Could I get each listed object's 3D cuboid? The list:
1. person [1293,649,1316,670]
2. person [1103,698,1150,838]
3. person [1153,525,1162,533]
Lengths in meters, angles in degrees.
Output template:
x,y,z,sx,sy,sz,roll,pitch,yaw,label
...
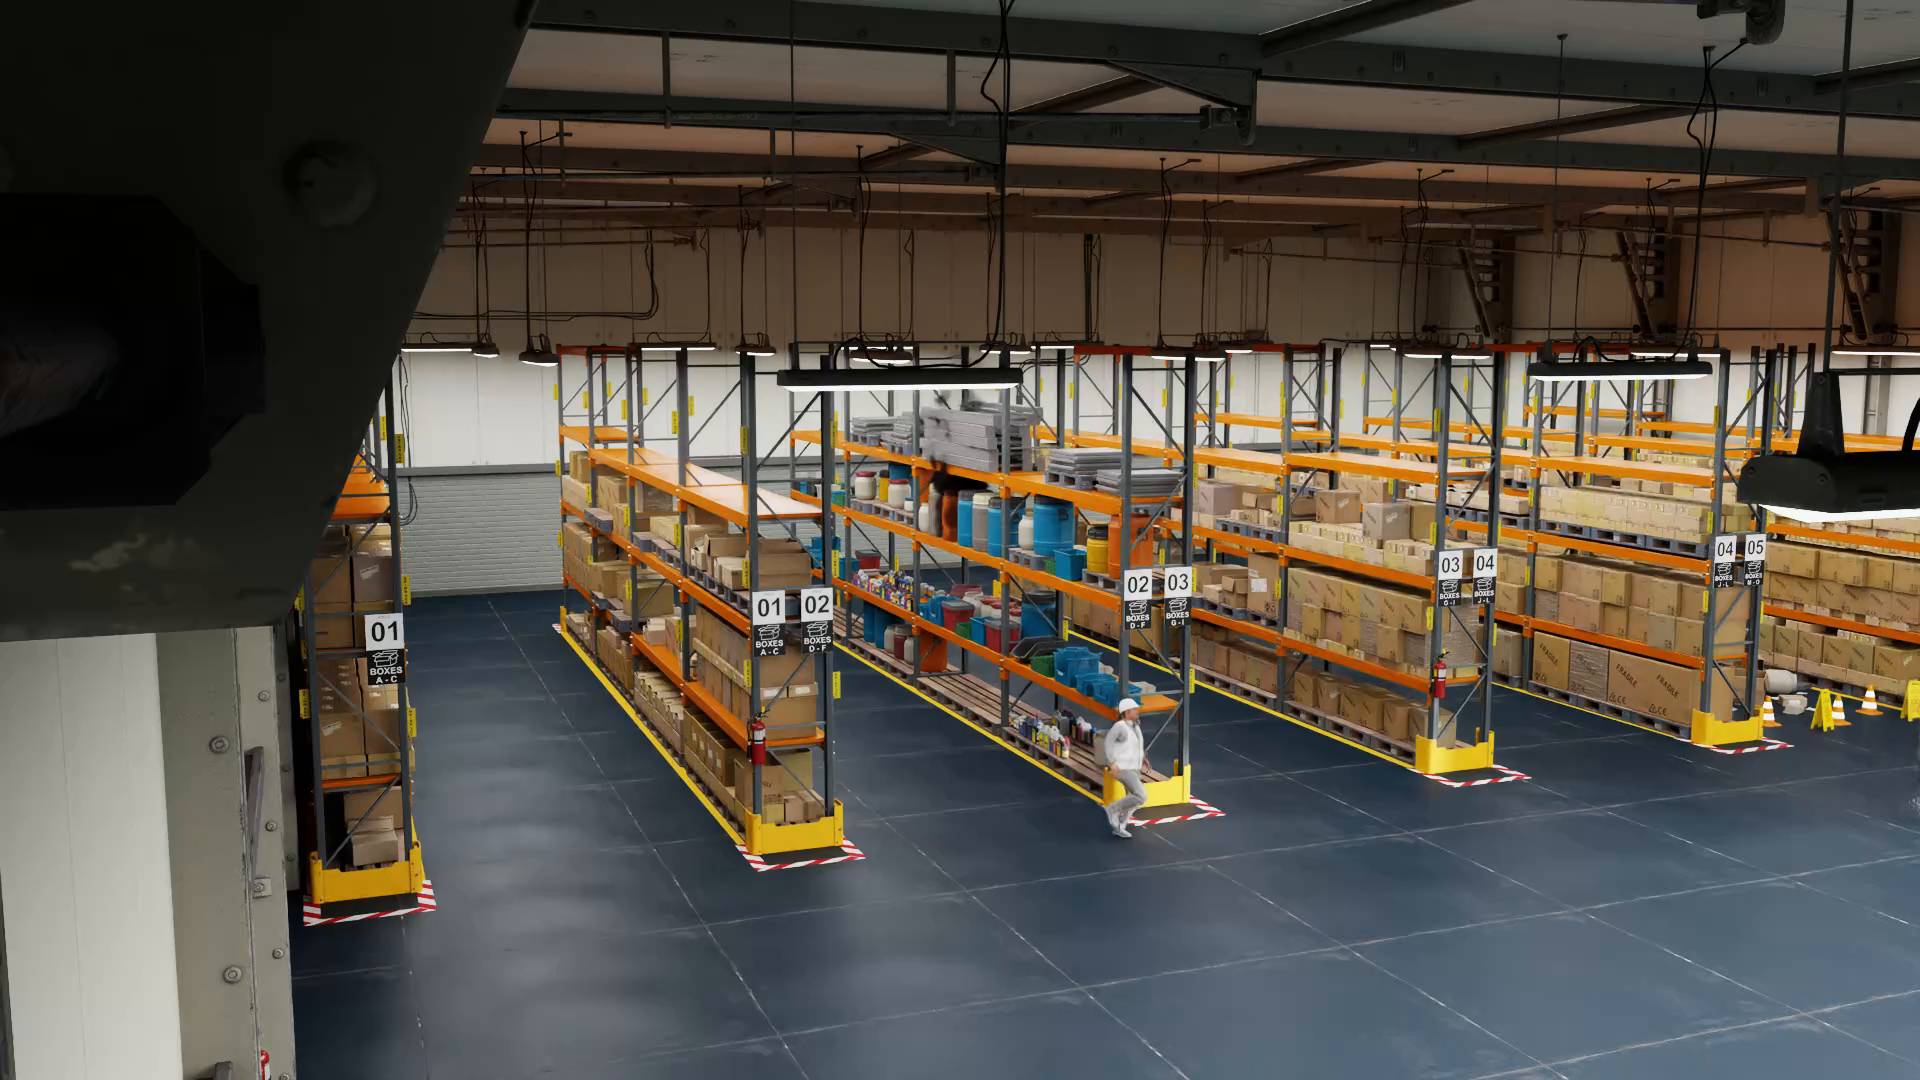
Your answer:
x,y,z,sx,sy,sz,roll,pitch,yaw,label
6.414,1.619,31.028,0.568,1.571,0.738,-3,8,-25,person
2.157,2.847,20.864,0.534,1.700,0.684,4,9,31,person
4.567,0.479,39.112,0.742,1.758,0.978,0,7,2,person
